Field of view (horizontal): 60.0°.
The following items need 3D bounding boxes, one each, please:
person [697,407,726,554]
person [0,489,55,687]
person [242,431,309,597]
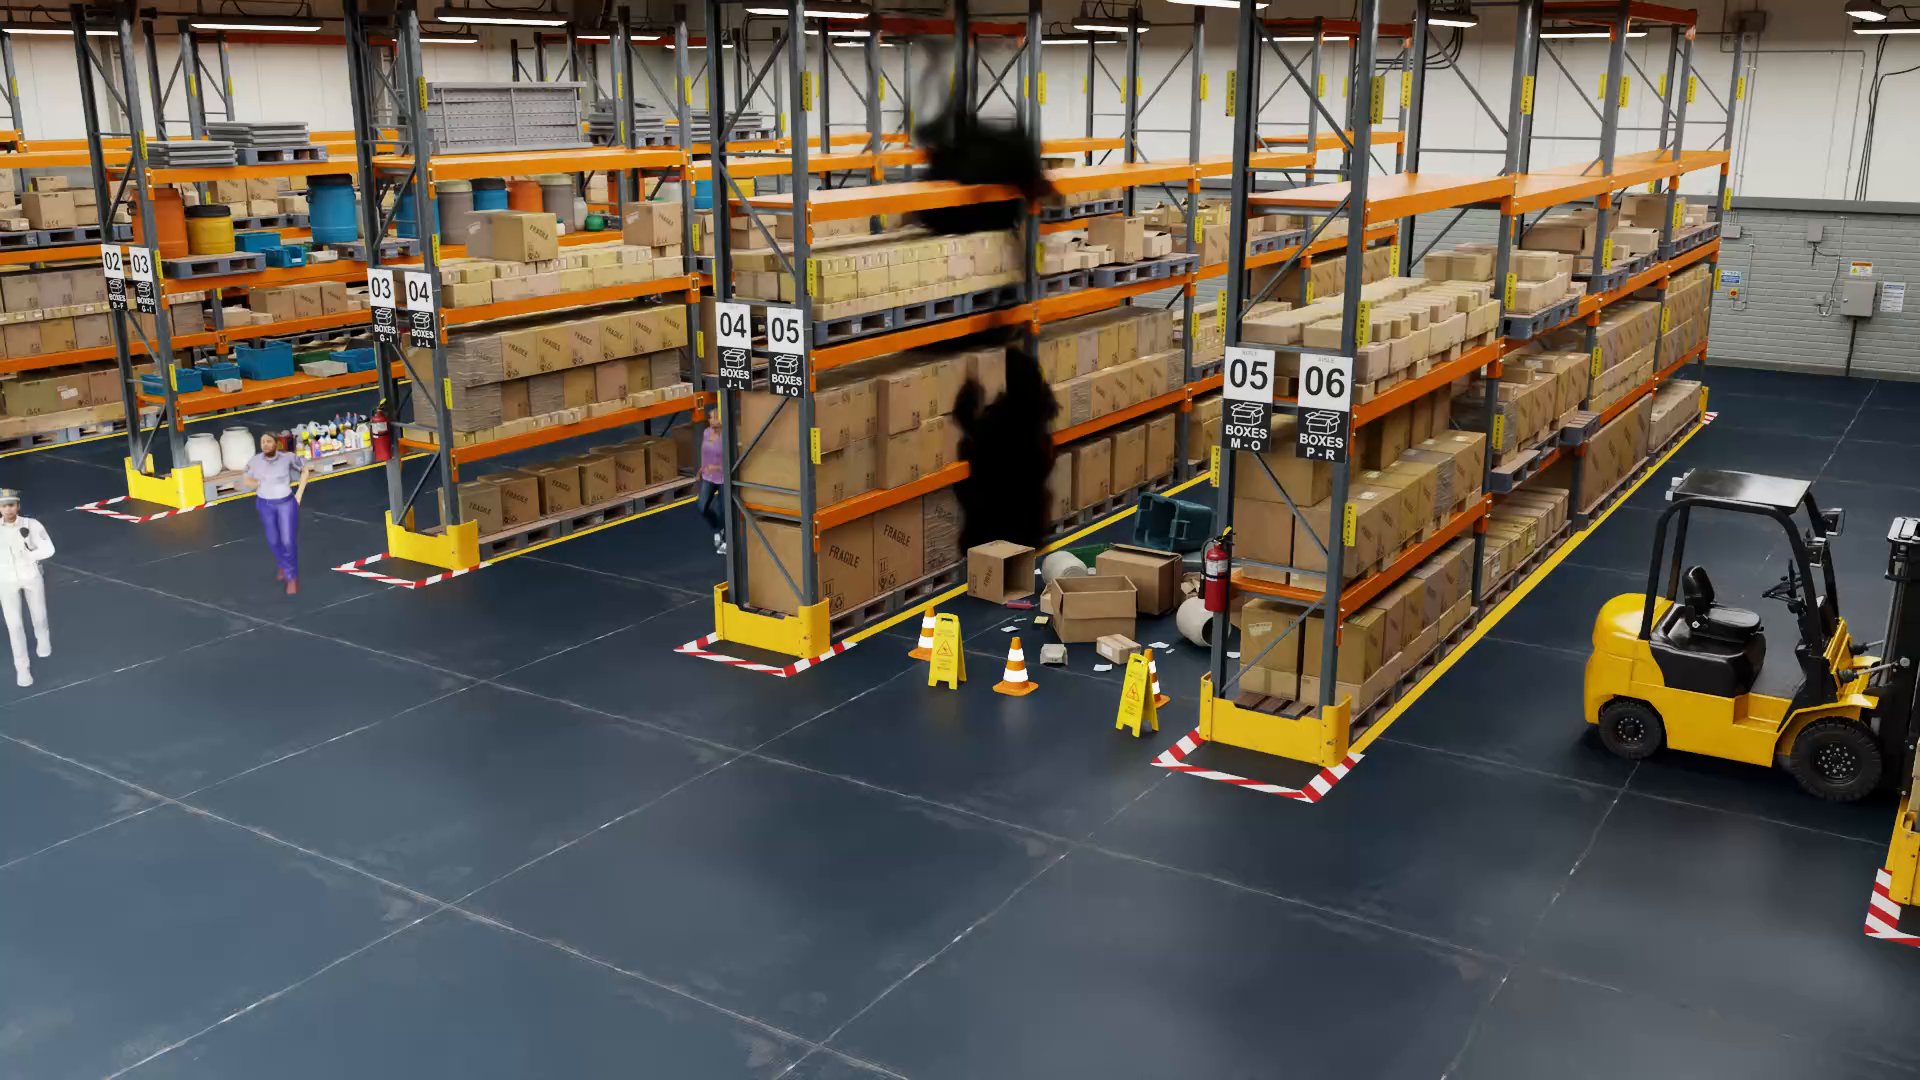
[{"bbox_3d":[-2.559,-0.604,17.391,0.522,1.581,0.550,6,17,21],"label":"person"},{"bbox_3d":[-8.303,0.358,14.692,0.610,1.684,0.919,-7,17,-25],"label":"person"},{"bbox_3d":[-7.078,-0.296,17.263,0.607,1.711,0.711,-1,16,-4],"label":"person"}]
